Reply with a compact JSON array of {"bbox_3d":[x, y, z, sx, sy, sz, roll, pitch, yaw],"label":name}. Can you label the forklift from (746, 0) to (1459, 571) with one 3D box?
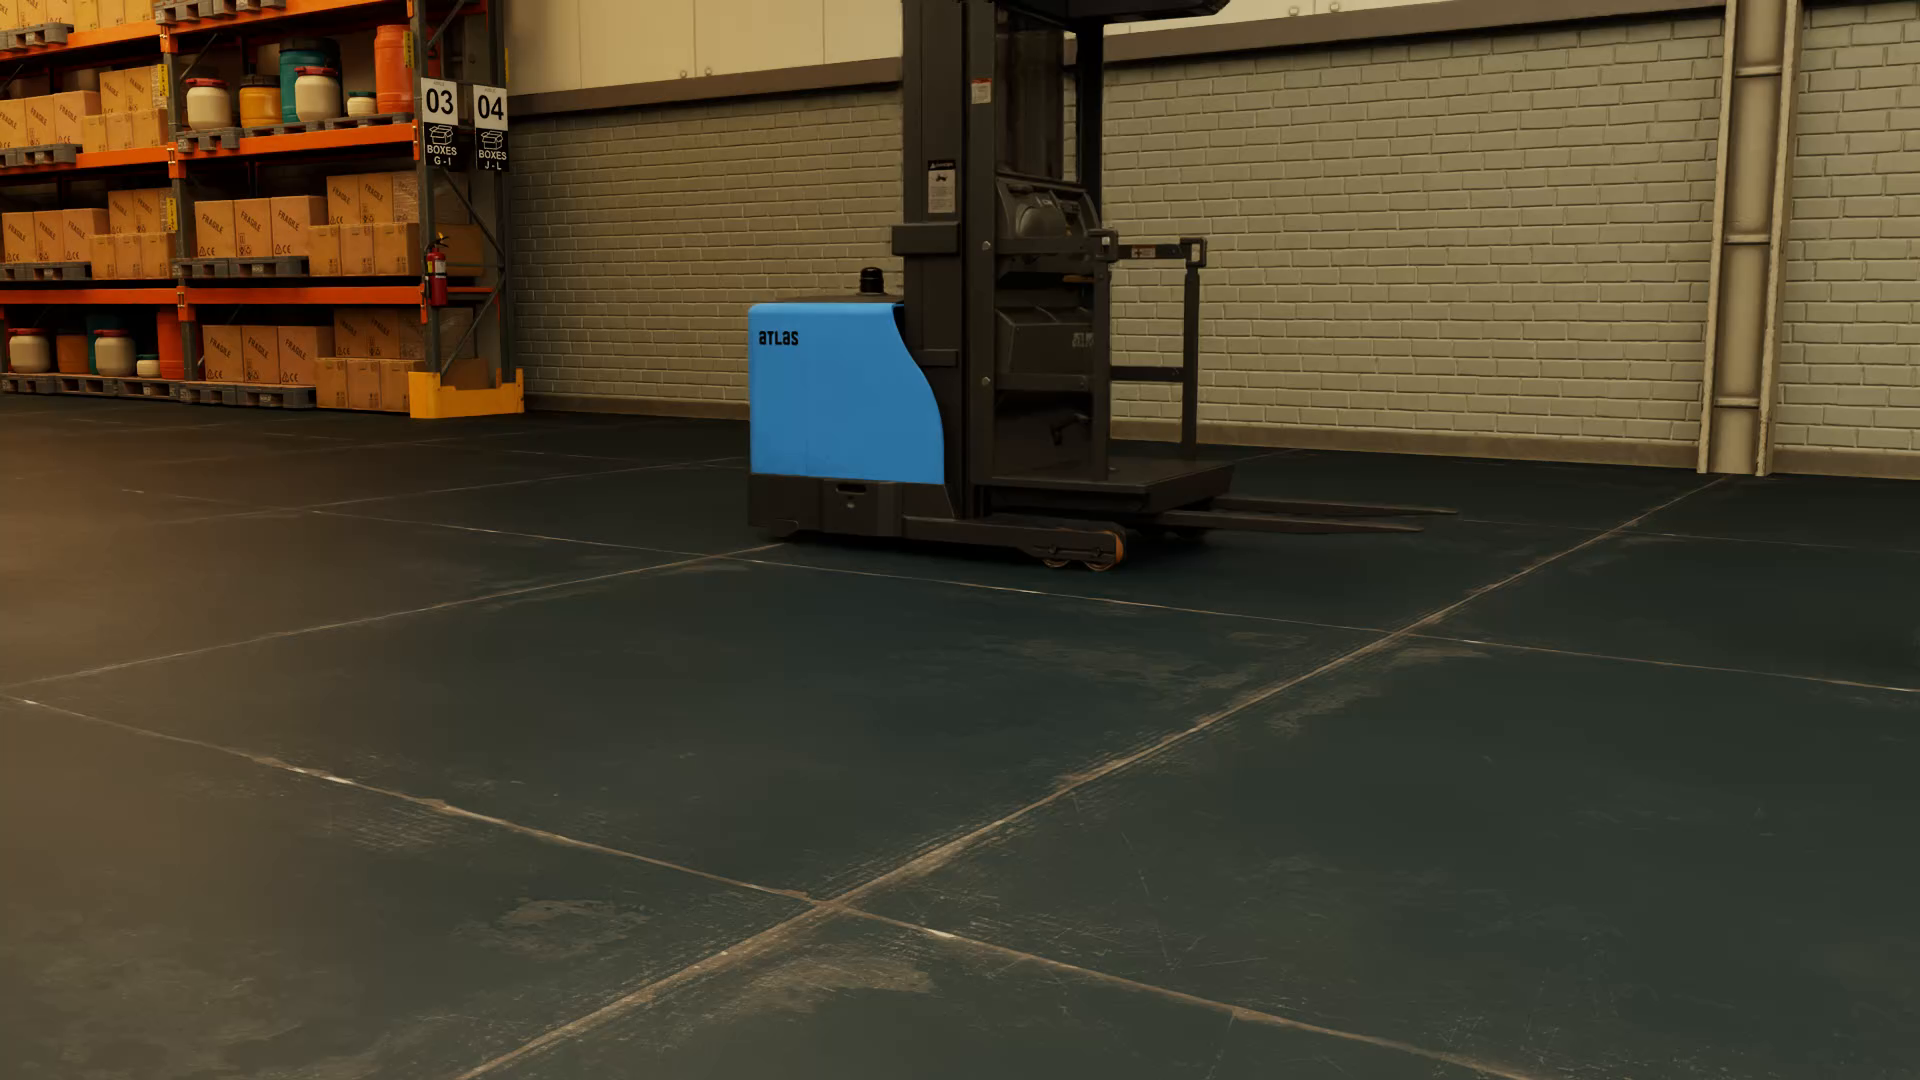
[{"bbox_3d":[0.570,-1.410,7.109,3.031,2.935,1.130,4,9,28],"label":"forklift"}]
